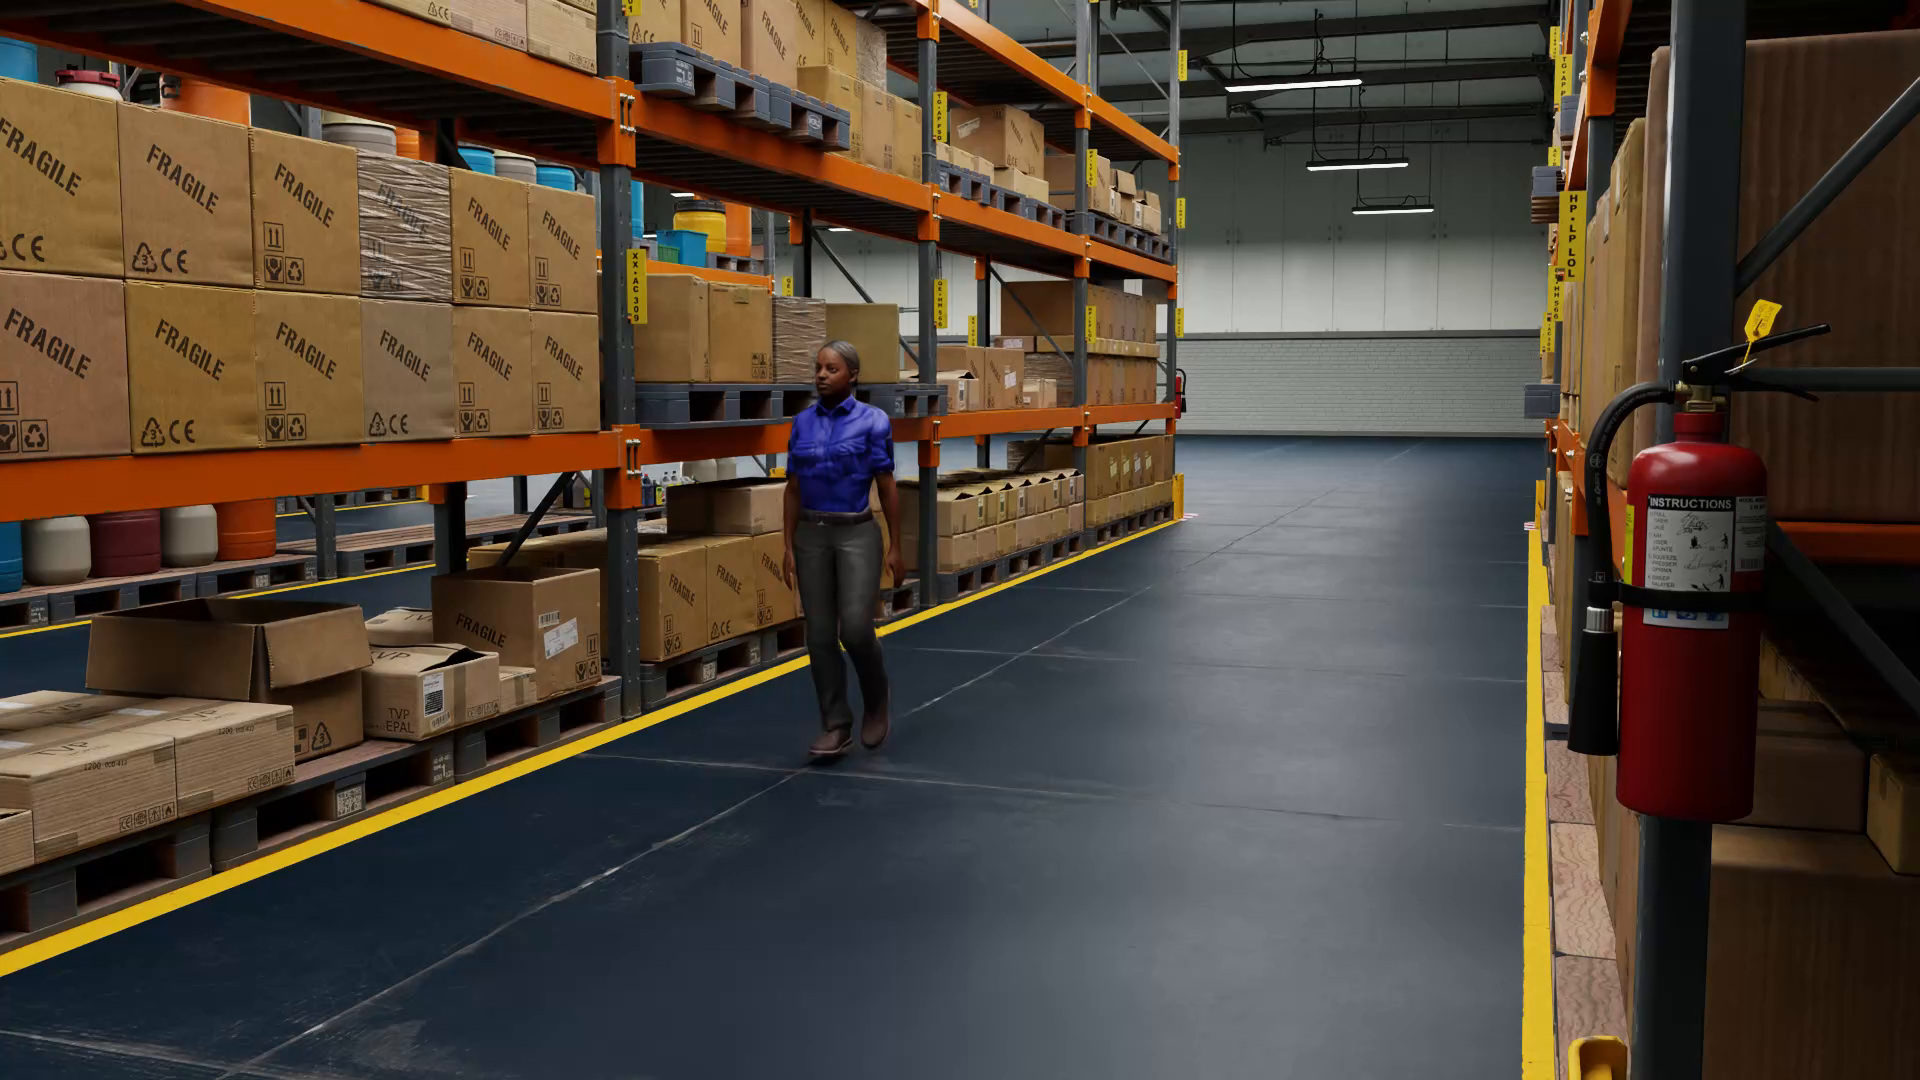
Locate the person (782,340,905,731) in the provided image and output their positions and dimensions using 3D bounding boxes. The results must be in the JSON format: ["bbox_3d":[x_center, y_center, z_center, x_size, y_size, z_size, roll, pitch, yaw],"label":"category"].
[{"bbox_3d":[-0.482,0.001,6.585,0.486,1.579,0.409,2,6,19],"label":"person"}]
